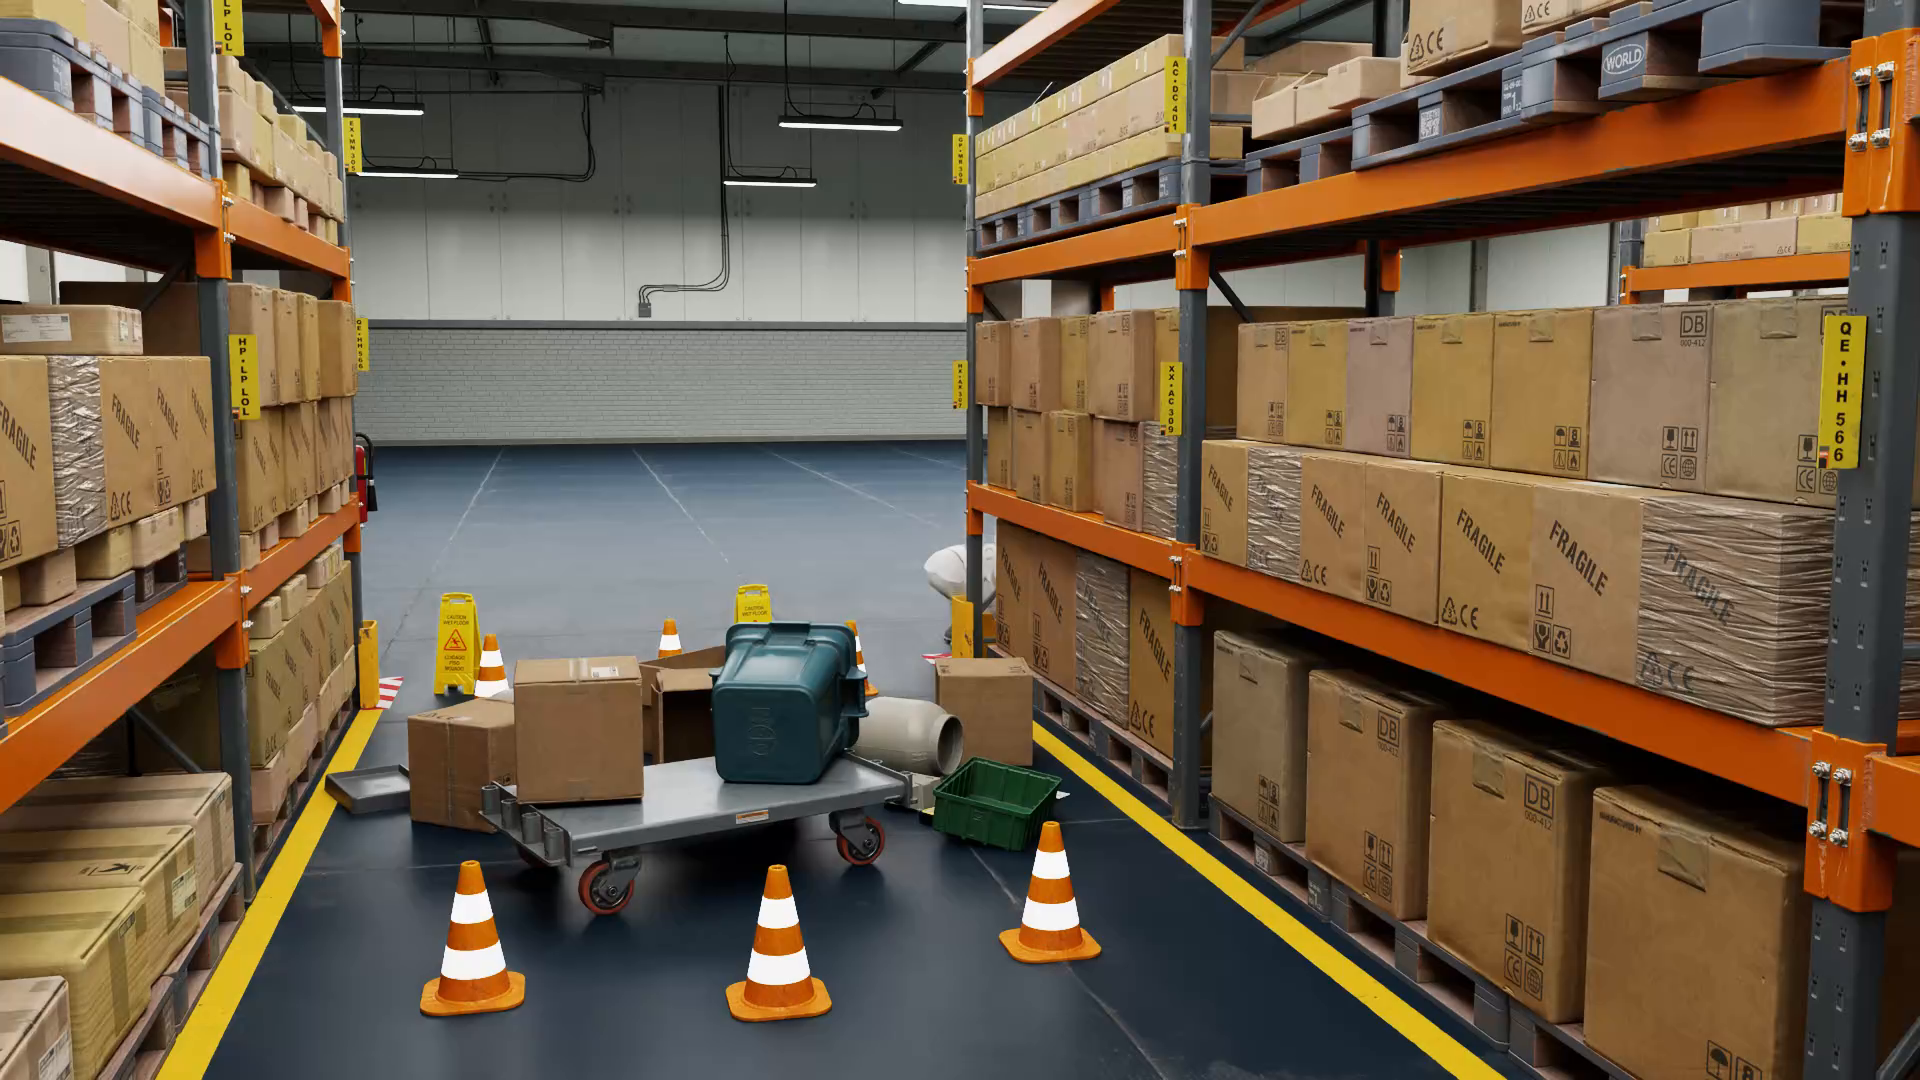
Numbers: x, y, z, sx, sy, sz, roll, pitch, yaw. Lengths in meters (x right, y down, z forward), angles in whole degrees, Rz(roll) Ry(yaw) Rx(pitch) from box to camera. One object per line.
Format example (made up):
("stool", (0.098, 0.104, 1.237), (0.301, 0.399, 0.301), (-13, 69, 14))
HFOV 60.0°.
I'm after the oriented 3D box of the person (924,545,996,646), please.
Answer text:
("person", (0.200, 0.419, 12.599), (0.940, 0.773, 0.510), (-2, 6, -14))
